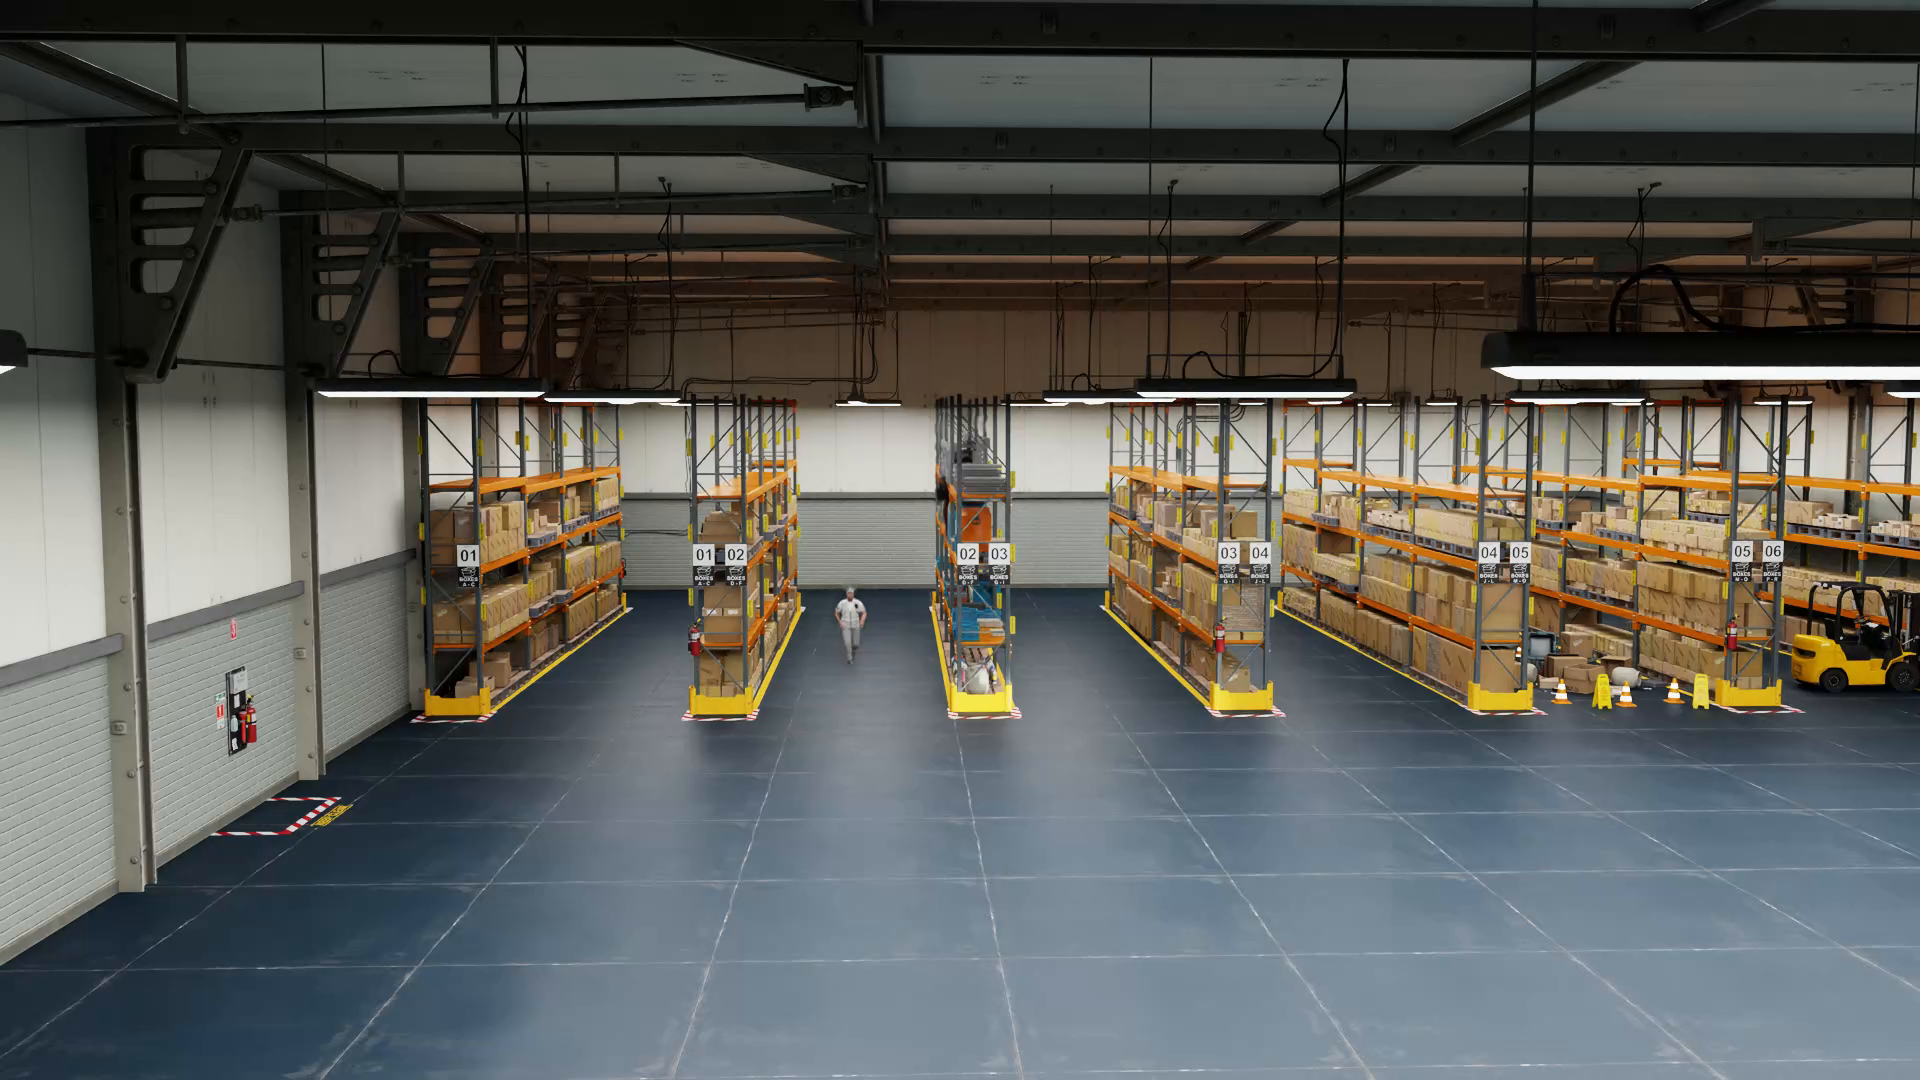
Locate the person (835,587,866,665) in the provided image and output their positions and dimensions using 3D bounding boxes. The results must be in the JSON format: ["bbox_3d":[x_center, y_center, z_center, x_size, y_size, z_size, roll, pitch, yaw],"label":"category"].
[{"bbox_3d":[-2.460,1.908,37.338,0.705,1.732,0.708,-1,5,-7],"label":"person"}]

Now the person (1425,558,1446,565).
[{"bbox_3d":[14.174,0.980,49.317,0.730,1.799,0.676,1,5,18],"label":"person"}]

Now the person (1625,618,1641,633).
[{"bbox_3d":[17.217,1.527,42.557,0.669,1.683,0.618,-1,5,-8],"label":"person"}]
